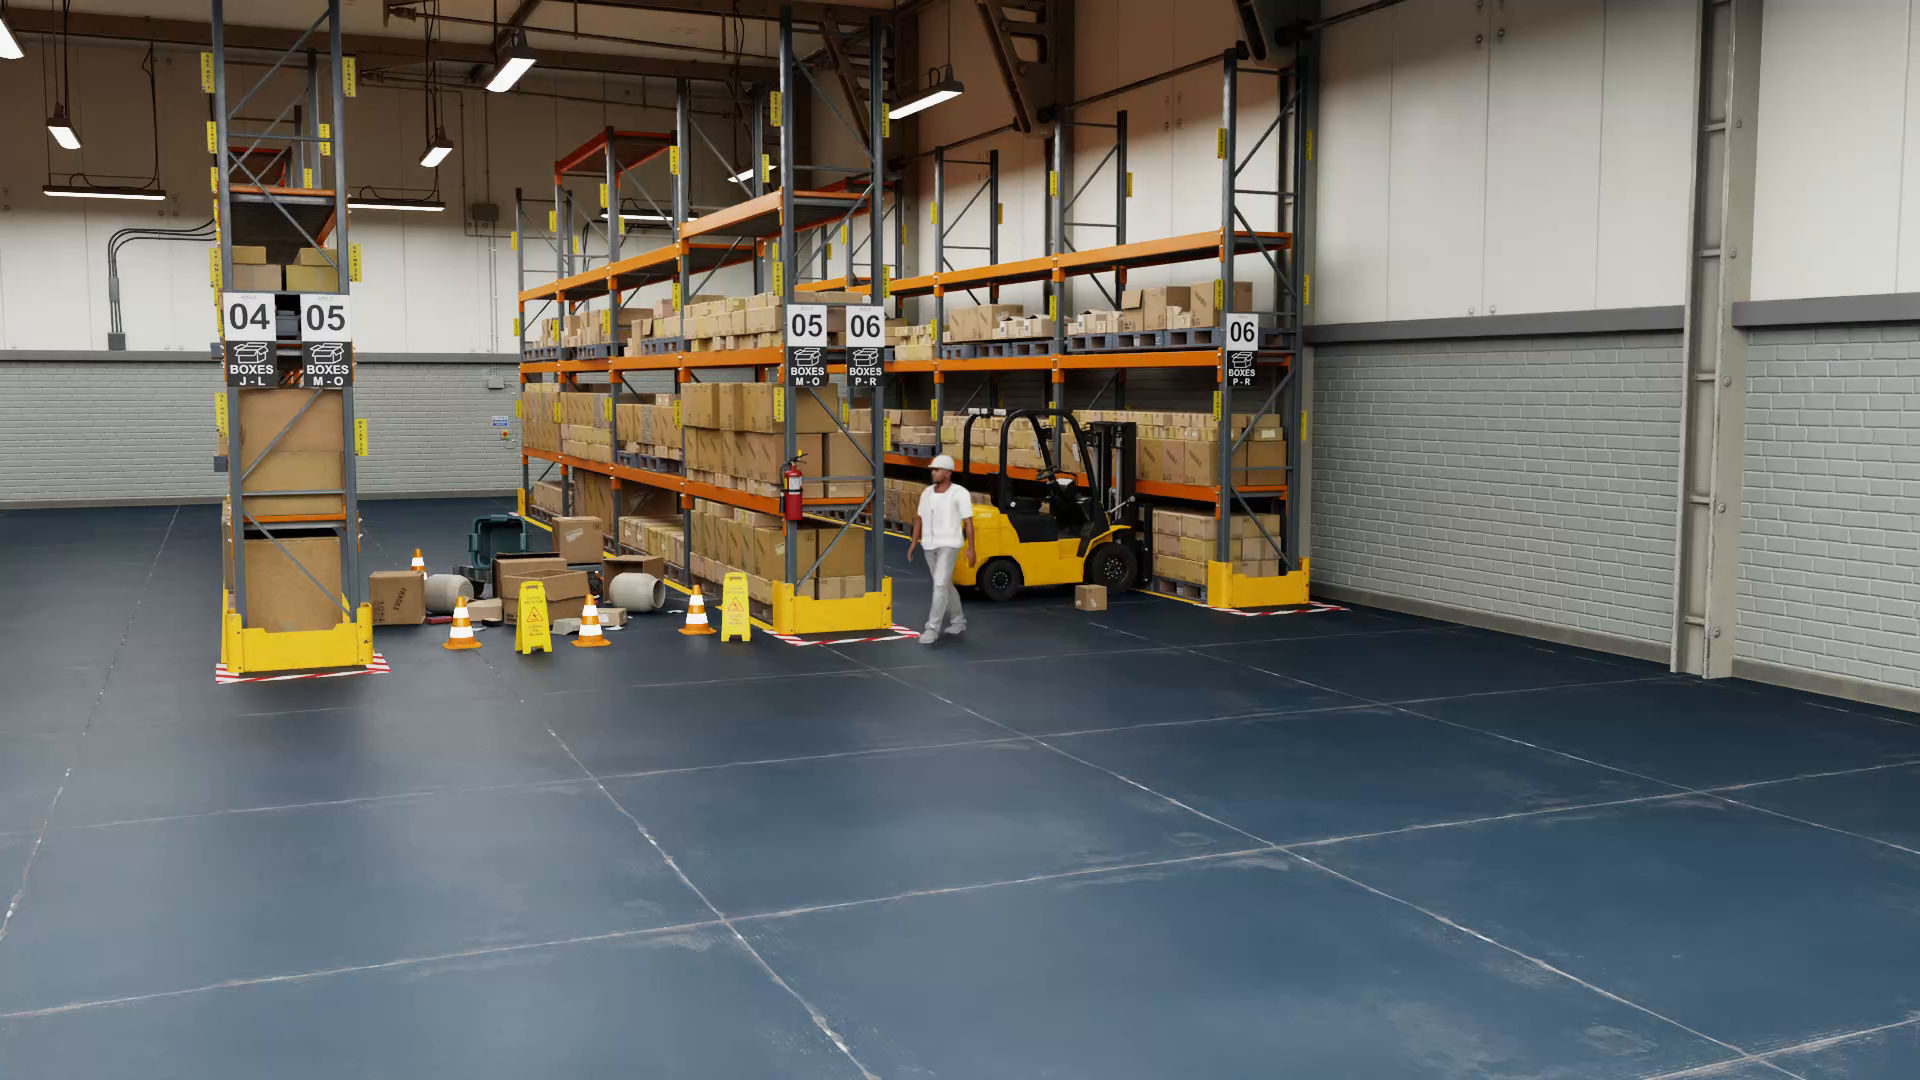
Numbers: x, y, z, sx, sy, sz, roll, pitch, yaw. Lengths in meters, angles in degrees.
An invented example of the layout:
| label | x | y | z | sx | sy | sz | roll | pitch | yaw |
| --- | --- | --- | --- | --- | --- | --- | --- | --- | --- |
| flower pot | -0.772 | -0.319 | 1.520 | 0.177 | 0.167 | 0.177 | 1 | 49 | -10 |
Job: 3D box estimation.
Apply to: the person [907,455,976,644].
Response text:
| label | x | y | z | sx | sy | sz | roll | pitch | yaw |
| --- | --- | --- | --- | --- | --- | --- | --- | --- | --- |
| person | -0.229 | 0.064 | 15.764 | 0.615 | 1.728 | 0.909 | 4 | 7 | 39 |
